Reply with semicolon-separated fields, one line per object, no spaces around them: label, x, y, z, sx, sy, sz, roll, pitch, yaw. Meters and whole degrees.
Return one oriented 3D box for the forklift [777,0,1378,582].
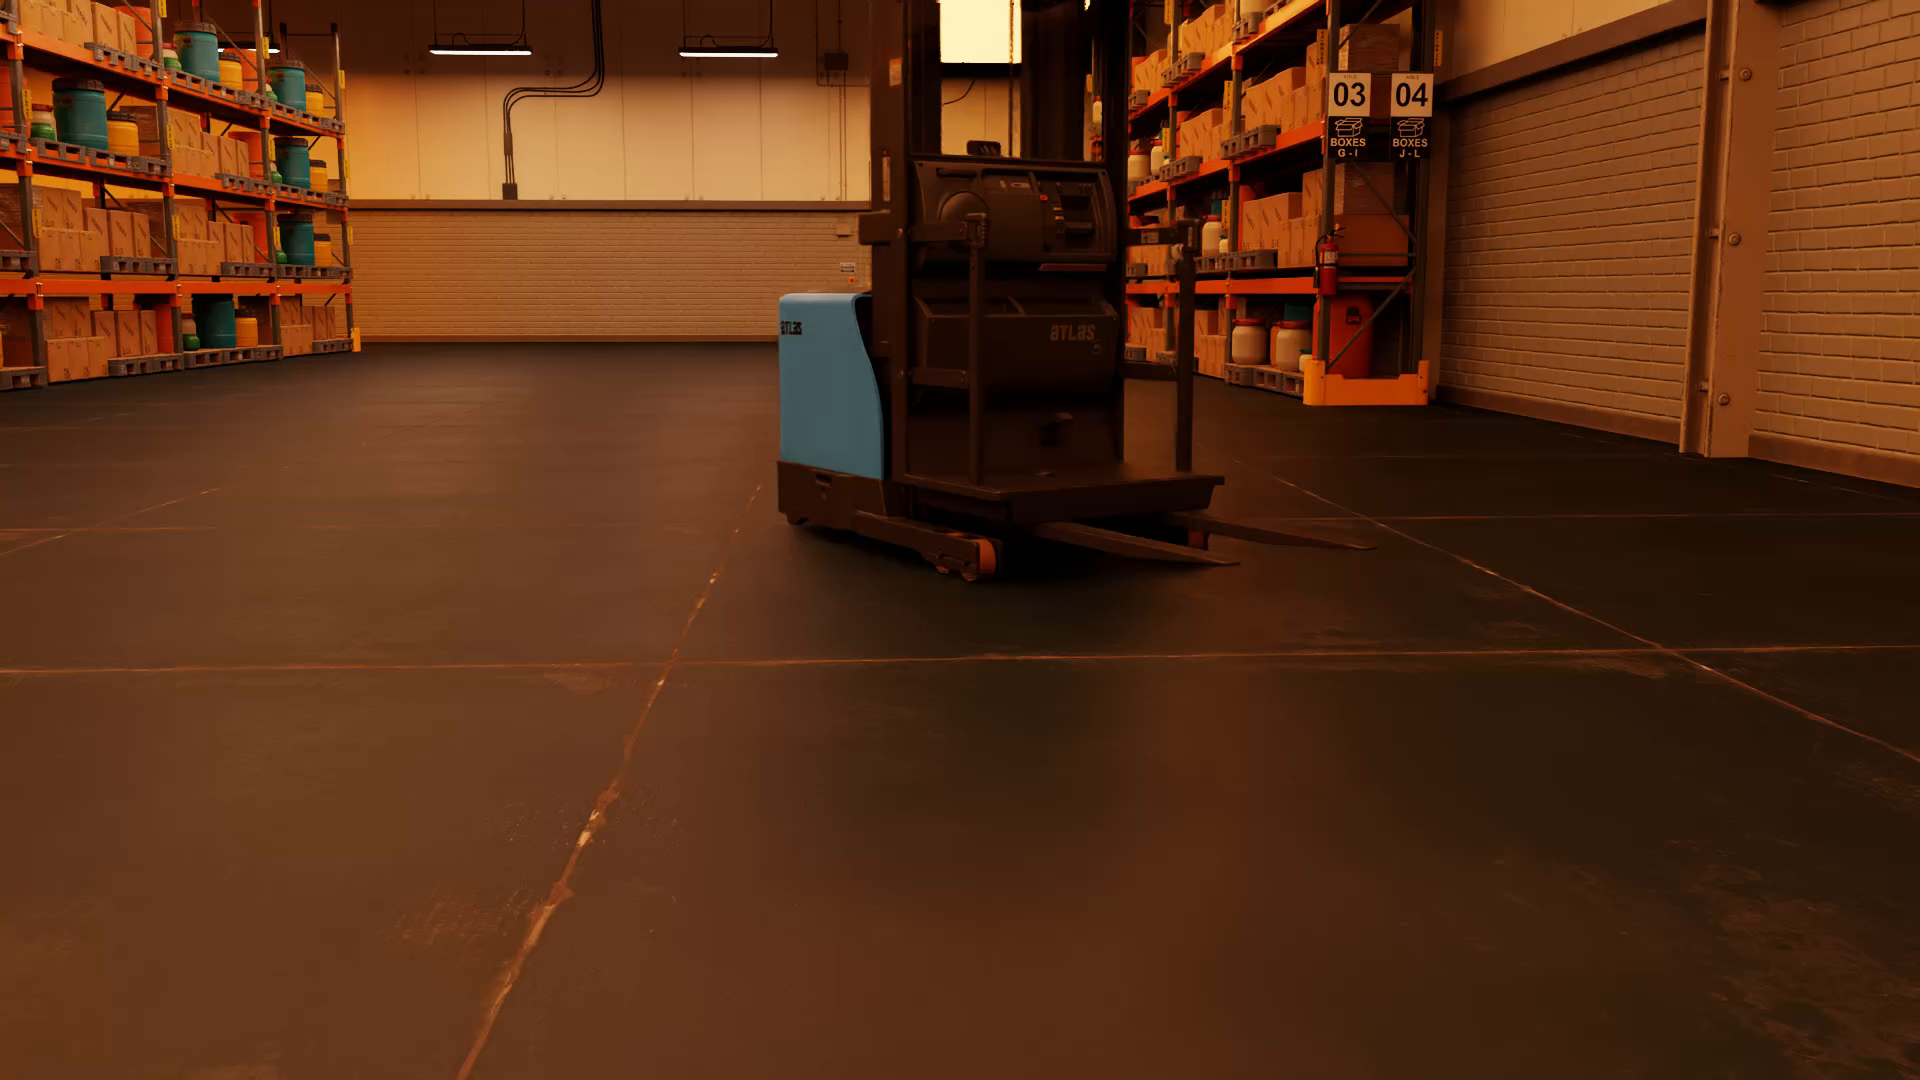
forklift;0.346;-1.370;6.555;1.130;2.935;3.031;-5;10;-31
